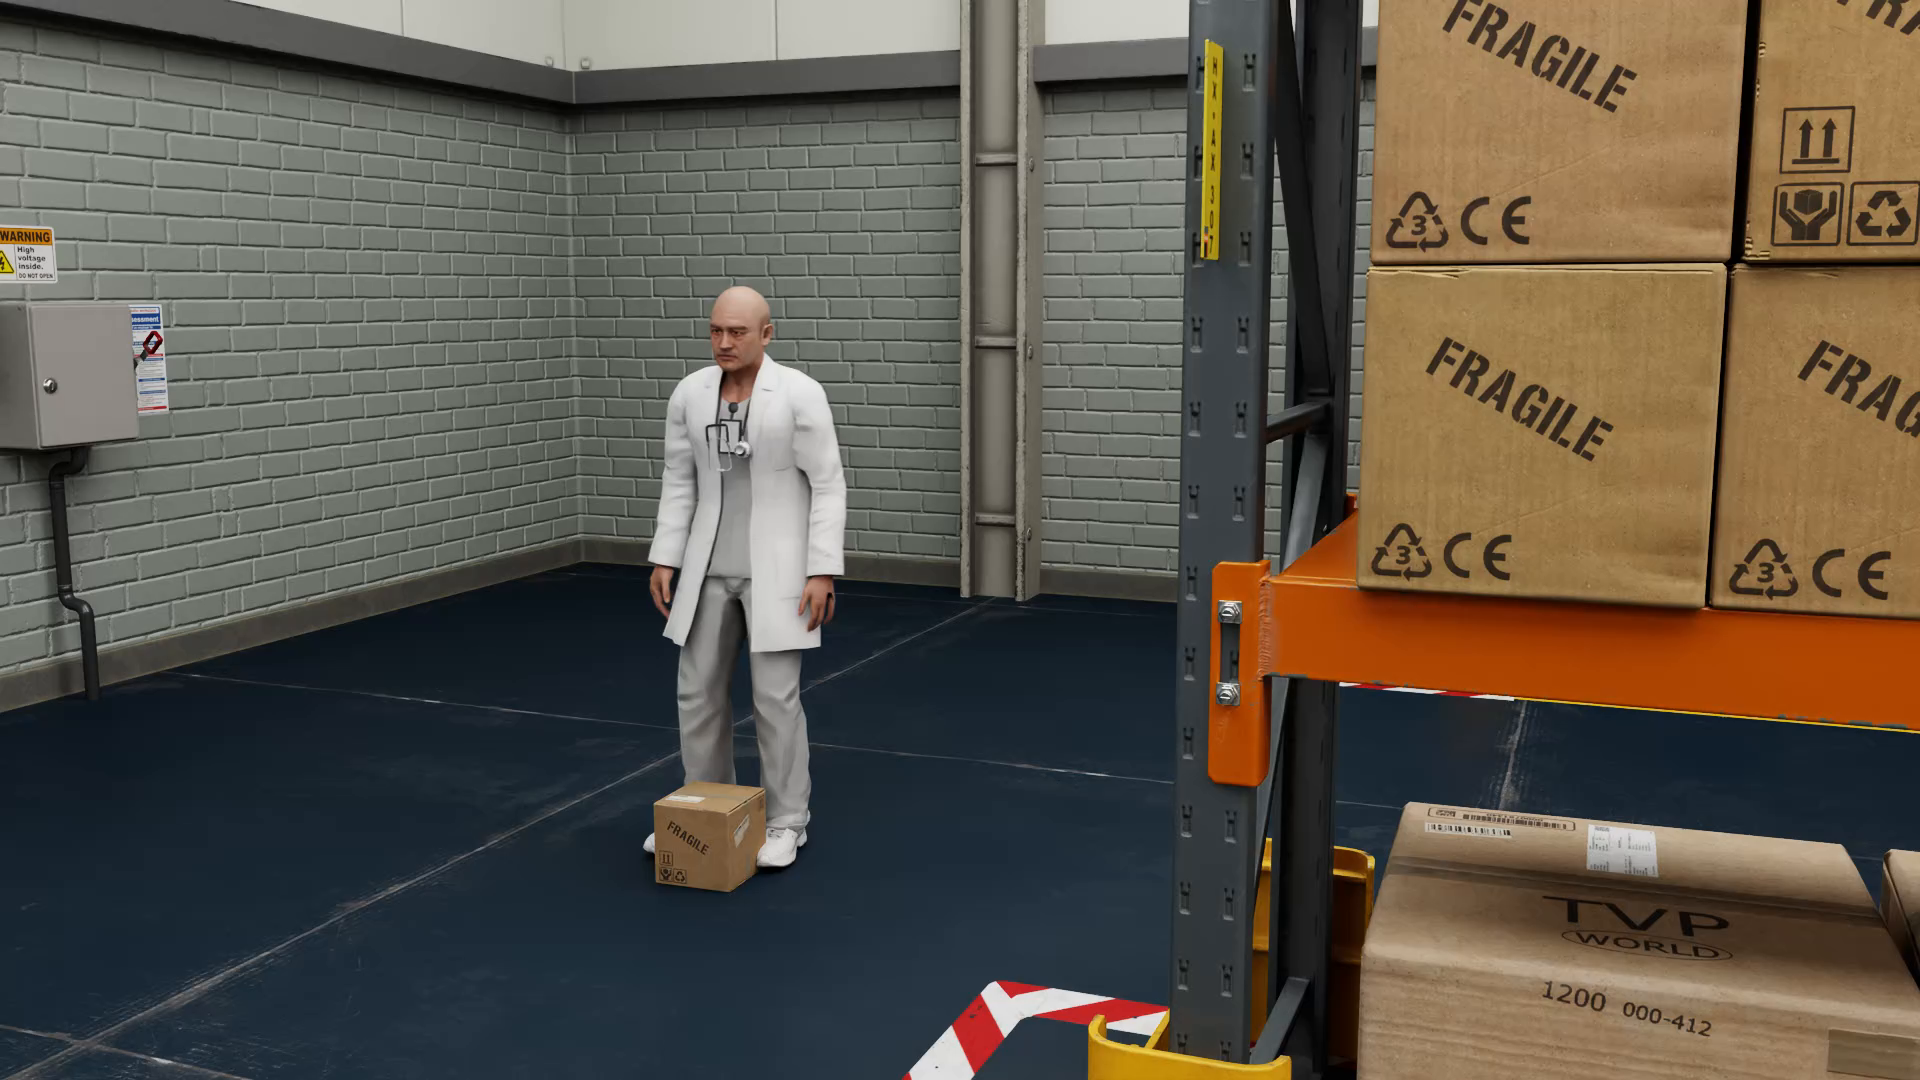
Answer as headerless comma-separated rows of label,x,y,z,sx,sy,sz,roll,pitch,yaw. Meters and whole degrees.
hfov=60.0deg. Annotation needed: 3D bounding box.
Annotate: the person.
person,-0.662,0.109,5.168,0.656,1.774,0.416,3,9,19
